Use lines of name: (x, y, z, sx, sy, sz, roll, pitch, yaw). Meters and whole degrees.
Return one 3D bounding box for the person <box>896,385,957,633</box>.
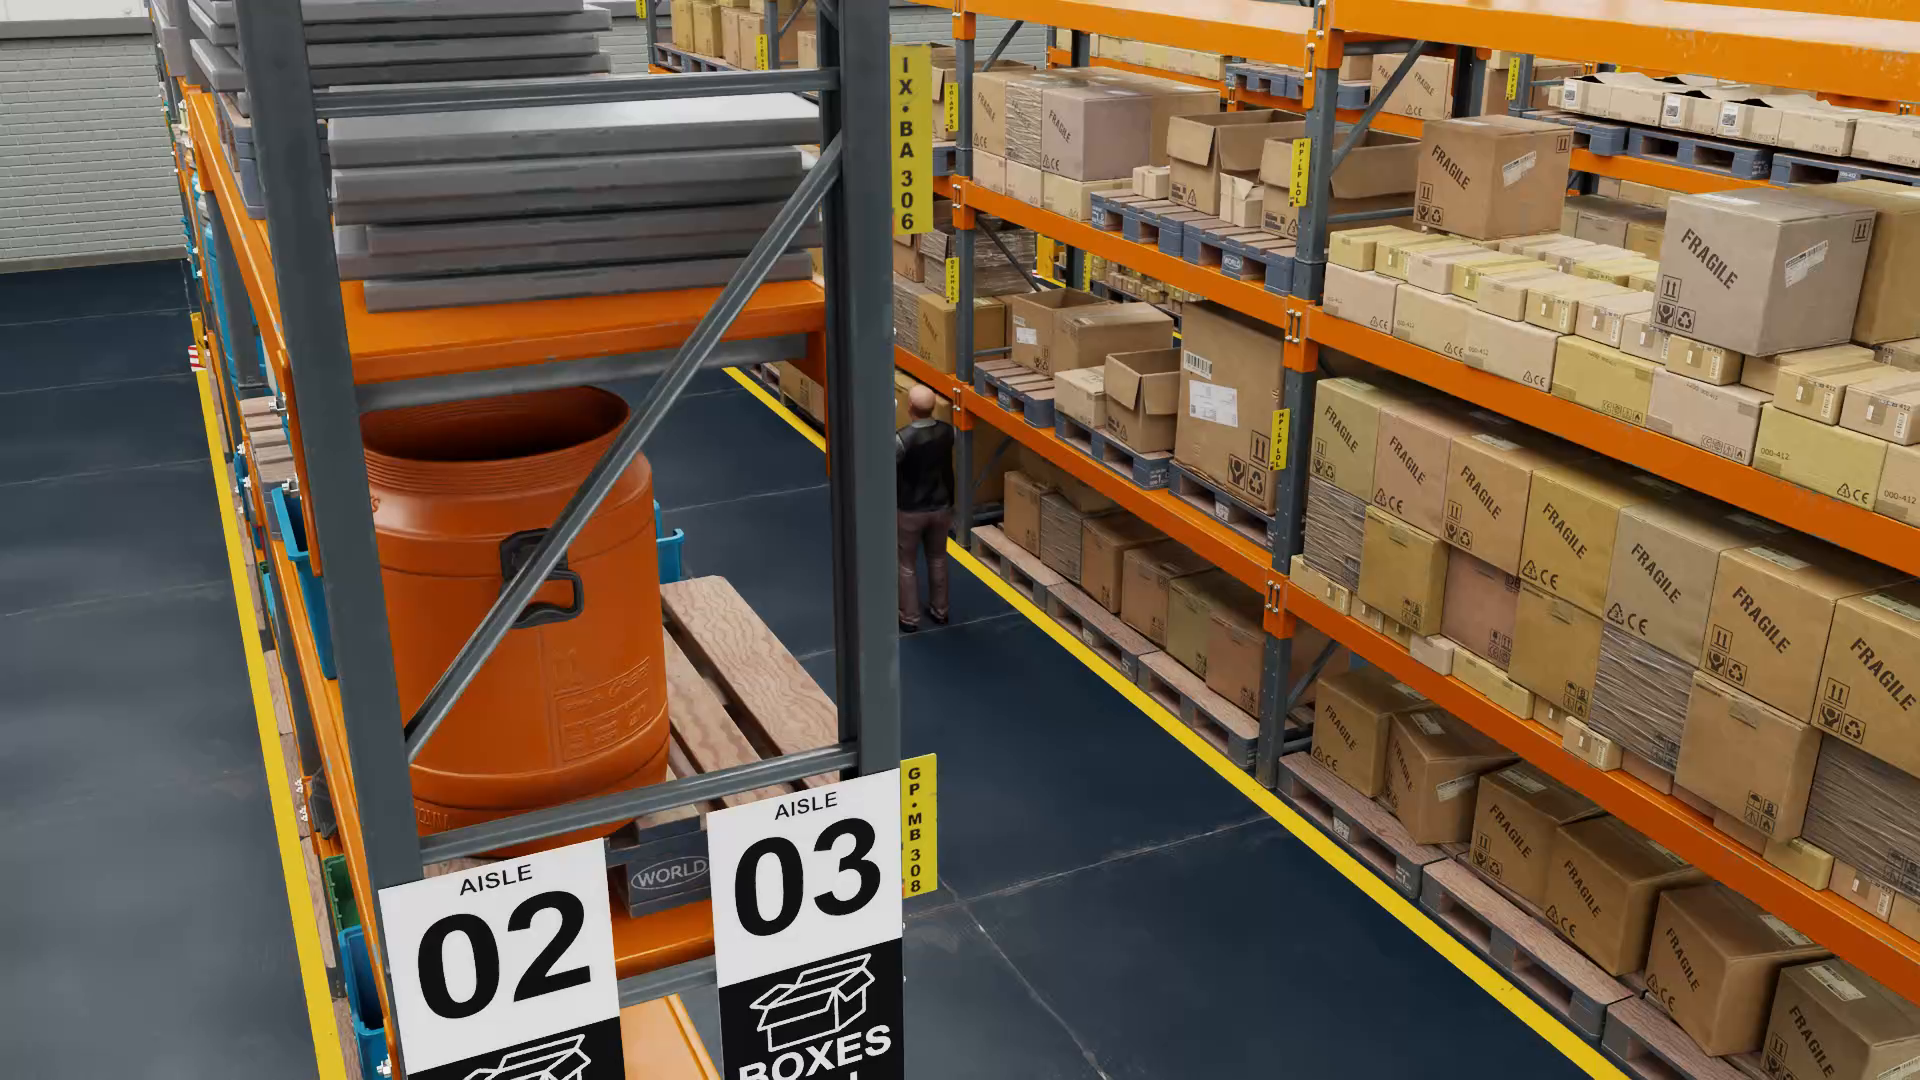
person: (-0.301, -0.243, 11.222, 0.508, 1.722, 0.547, -10, 24, -24)
